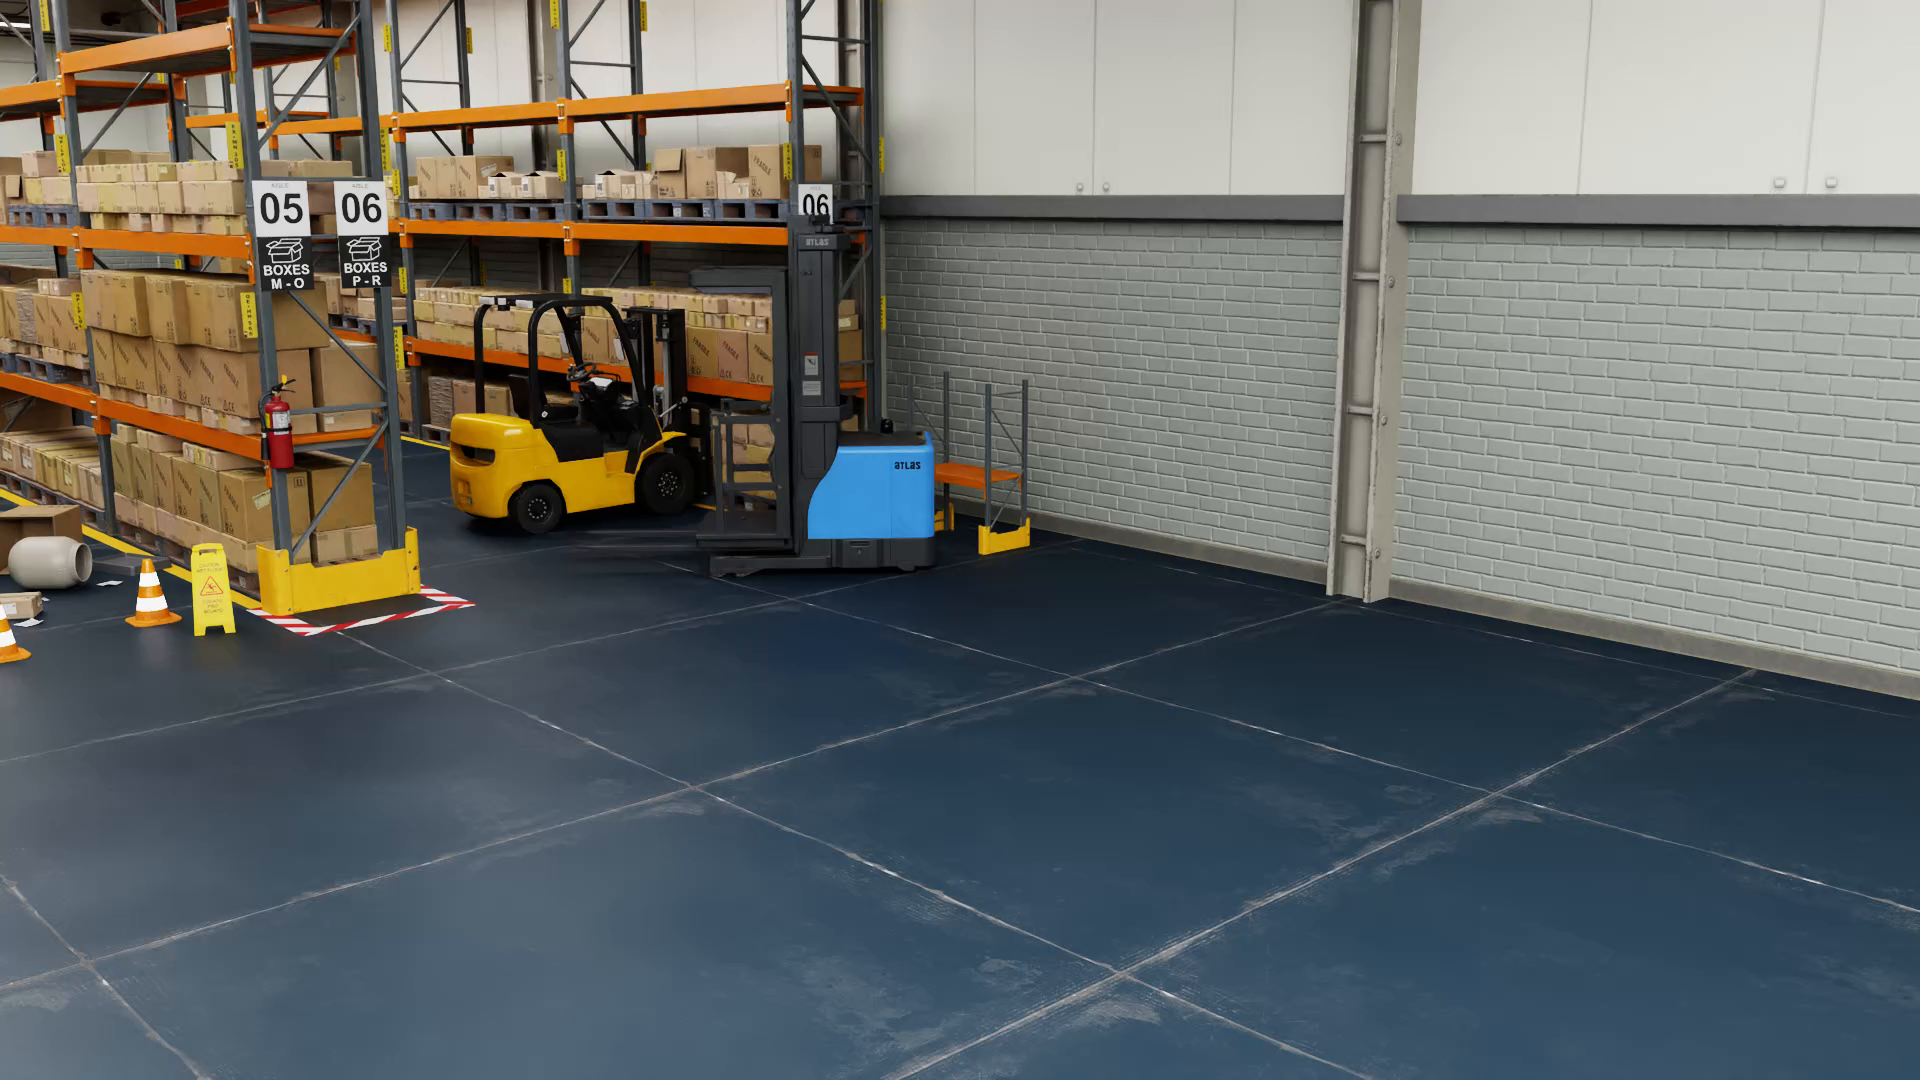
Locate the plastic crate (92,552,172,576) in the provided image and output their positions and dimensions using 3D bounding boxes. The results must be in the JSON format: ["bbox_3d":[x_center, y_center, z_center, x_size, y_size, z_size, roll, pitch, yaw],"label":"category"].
[{"bbox_3d":[-7.030,0.201,14.077,0.583,0.080,0.402,6,13,26],"label":"plastic crate"}]

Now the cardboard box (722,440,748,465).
[{"bbox_3d":[-2.072,-0.887,16.656,0.500,0.250,0.500,-11,16,-43],"label":"cardboard box"}]

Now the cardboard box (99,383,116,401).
[{"bbox_3d":[-7.536,-1.359,15.034,0.380,0.149,0.250,-11,16,-43],"label":"cardboard box"}]

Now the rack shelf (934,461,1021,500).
[{"bbox_3d":[0.059,-0.546,15.075,0.538,0.185,1.000,-11,16,-43],"label":"rack shelf"}]

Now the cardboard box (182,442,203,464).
[{"bbox_3d":[-6.155,-0.733,13.683,0.380,0.149,0.250,-10,15,-40],"label":"cardboard box"}]

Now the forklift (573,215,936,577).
[{"bbox_3d":[-1.734,-1.239,14.002,3.031,2.935,1.130,-1,12,-3],"label":"forklift"}]

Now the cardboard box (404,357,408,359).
[{"bbox_3d":[-7.918,-2.494,23.467,0.250,0.149,0.380,11,16,43],"label":"cardboard box"}]

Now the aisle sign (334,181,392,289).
[{"bbox_3d":[-4.492,-2.296,12.519,0.394,0.787,0.004,-11,16,-43],"label":"aisle sign"}]

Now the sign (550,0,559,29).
[{"bbox_3d":[-4.318,-5.622,17.726,0.100,0.325,0.005,-11,16,-43],"label":"sign"}]

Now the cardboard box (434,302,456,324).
[{"bbox_3d":[-6.222,-2.848,20.772,0.500,0.250,0.500,-10,15,-41],"label":"cardboard box"}]

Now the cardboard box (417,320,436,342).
[{"bbox_3d":[-6.567,-2.676,21.178,0.500,0.250,0.500,-11,16,-42],"label":"cardboard box"}]

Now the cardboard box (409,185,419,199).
[{"bbox_3d":[-6.675,-4.365,20.859,0.380,0.166,0.250,-11,16,-43],"label":"cardboard box"}]

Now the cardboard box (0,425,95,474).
[{"bbox_3d":[-9.901,-0.991,18.098,0.625,0.372,0.950,10,16,41],"label":"cardboard box"}]

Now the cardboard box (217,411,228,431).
[{"bbox_3d":[-5.589,-0.952,13.062,0.380,0.149,0.250,-11,16,-44],"label":"cardboard box"}]

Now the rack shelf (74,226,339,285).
[{"bbox_3d":[-6.140,-2.397,13.802,1.077,0.370,4.000,-11,16,-43],"label":"rack shelf"}]

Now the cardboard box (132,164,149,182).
[{"bbox_3d":[-6.601,-3.035,13.762,0.380,0.149,0.250,-11,16,-43],"label":"cardboard box"}]

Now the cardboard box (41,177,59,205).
[{"bbox_3d":[-8.375,-3.314,15.797,0.500,0.250,0.500,-11,16,-42],"label":"cardboard box"}]

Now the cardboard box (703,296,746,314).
[{"bbox_3d":[-2.343,-2.352,16.638,0.380,0.149,0.250,-10,16,-41],"label":"cardboard box"}]

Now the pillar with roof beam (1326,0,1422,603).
[{"bbox_3d":[0.029,-3.371,9.311,9.100,9.000,0.400,-11,16,-43],"label":"pillar with roof beam"}]

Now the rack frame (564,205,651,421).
[{"bbox_3d":[-3.934,-2.265,18.809,1.000,3.000,0.127,-11,16,-43],"label":"rack frame"}]

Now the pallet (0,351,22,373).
[{"bbox_3d":[-9.714,-1.973,17.869,1.213,0.211,1.003,-11,16,-43],"label":"pallet"}]

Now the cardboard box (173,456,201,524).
[{"bbox_3d":[-6.207,-0.446,13.896,0.500,0.500,0.500,11,16,44],"label":"cardboard box"}]

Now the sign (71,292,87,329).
[{"bbox_3d":[-7.920,-2.062,14.954,0.100,0.325,0.005,-11,16,-43],"label":"sign"}]

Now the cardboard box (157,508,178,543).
[{"bbox_3d":[-6.564,-0.154,14.339,0.500,0.250,0.500,-11,16,-43],"label":"cardboard box"}]

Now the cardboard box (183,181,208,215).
[{"bbox_3d":[-5.644,-2.643,12.845,0.500,0.250,0.500,-11,16,-43],"label":"cardboard box"}]

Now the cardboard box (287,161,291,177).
[{"bbox_3d":[-5.042,-2.840,12.815,0.380,0.149,0.250,-11,16,-43],"label":"cardboard box"}]

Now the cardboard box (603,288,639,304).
[{"bbox_3d":[-3.670,-2.666,18.165,0.380,0.149,0.250,-11,16,-42],"label":"cardboard box"}]

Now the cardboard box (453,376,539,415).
[{"bbox_3d":[-5.818,-1.704,20.931,0.875,0.625,0.625,-10,15,-41],"label":"cardboard box"}]

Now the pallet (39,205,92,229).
[{"bbox_3d":[-7.871,-3.055,15.675,1.213,0.211,1.003,-11,16,-43],"label":"pallet"}]

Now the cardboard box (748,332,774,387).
[{"bbox_3d":[-1.701,-1.765,16.137,0.500,0.500,0.500,-11,16,-44],"label":"cardboard box"}]

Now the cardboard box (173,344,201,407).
[{"bbox_3d":[-6.019,-1.371,13.488,0.500,0.500,0.500,-11,16,-43],"label":"cardboard box"}]

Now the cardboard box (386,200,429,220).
[{"bbox_3d":[-7.226,-4.285,21.554,0.500,0.250,0.500,11,16,43],"label":"cardboard box"}]

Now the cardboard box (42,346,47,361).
[{"bbox_3d":[-8.770,-1.843,16.342,0.380,0.149,0.250,-11,16,-43],"label":"cardboard box"}]

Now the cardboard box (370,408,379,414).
[{"bbox_3d":[-7.845,-2.012,22.737,0.500,0.500,0.500,-10,15,-40],"label":"cardboard box"}]

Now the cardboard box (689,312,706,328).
[{"bbox_3d":[-2.517,-2.243,16.848,0.380,0.149,0.250,-11,16,-42],"label":"cardboard box"}]

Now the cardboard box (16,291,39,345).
[{"bbox_3d":[-9.064,-2.233,16.629,0.500,0.500,0.500,11,16,43],"label":"cardboard box"}]

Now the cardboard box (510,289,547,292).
[{"bbox_3d":[-5.352,-3.027,20.654,0.380,0.149,0.250,-11,16,-43],"label":"cardboard box"}]

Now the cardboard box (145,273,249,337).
[{"bbox_3d":[-6.284,-1.944,13.791,0.700,0.500,0.500,-11,16,-43],"label":"cardboard box"}]

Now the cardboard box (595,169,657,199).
[{"bbox_3d":[-3.536,-3.790,17.709,0.500,0.311,0.500,-10,16,-41],"label":"cardboard box"}]

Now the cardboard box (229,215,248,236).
[{"bbox_3d":[-5.208,-2.348,12.402,0.380,0.149,0.250,-11,16,-42],"label":"cardboard box"}]

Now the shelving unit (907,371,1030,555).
[{"bbox_3d":[0.053,-0.723,15.045,0.587,1.500,1.083,-11,16,-43],"label":"shelving unit"}]

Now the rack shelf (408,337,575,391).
[{"bbox_3d":[-5.315,-2.204,20.298,1.077,0.370,4.000,-11,16,-43],"label":"rack shelf"}]

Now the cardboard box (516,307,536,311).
[{"bbox_3d":[-4.930,-2.748,19.302,0.250,0.149,0.380,11,16,43],"label":"cardboard box"}]

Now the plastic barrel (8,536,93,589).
[{"bbox_3d":[-7.280,0.183,13.315,0.512,0.421,0.421,-1,12,-4],"label":"plastic barrel"}]

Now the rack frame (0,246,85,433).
[{"bbox_3d":[-10.284,-2.156,18.283,1.000,3.000,0.127,-11,16,-43],"label":"rack frame"}]

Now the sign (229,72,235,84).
[{"bbox_3d":[-11.805,-7.564,26.955,0.100,0.325,0.005,-11,16,-43],"label":"sign"}]

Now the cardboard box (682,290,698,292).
[{"bbox_3d":[-2.776,-2.625,17.965,0.380,0.149,0.250,-11,16,-43],"label":"cardboard box"}]

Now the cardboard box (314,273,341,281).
[{"bbox_3d":[-8.929,-3.510,23.563,0.700,0.500,0.500,-11,16,-42],"label":"cardboard box"}]

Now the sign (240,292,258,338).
[{"bbox_3d":[-5.174,-1.636,12.106,0.100,0.325,0.005,-11,16,-43],"label":"sign"}]

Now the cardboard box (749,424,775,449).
[{"bbox_3d":[-1.715,-1.053,16.225,0.500,0.250,0.500,-10,15,-41],"label":"cardboard box"}]

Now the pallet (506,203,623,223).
[{"bbox_3d":[-4.552,-3.767,19.142,1.217,0.209,0.805,11,16,43],"label":"pallet"}]

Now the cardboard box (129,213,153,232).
[{"bbox_3d":[-6.657,-2.639,13.813,0.380,0.149,0.250,-11,16,-44],"label":"cardboard box"}]

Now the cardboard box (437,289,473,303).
[{"bbox_3d":[-6.308,-3.055,20.789,0.380,0.149,0.250,-10,16,-41],"label":"cardboard box"}]
